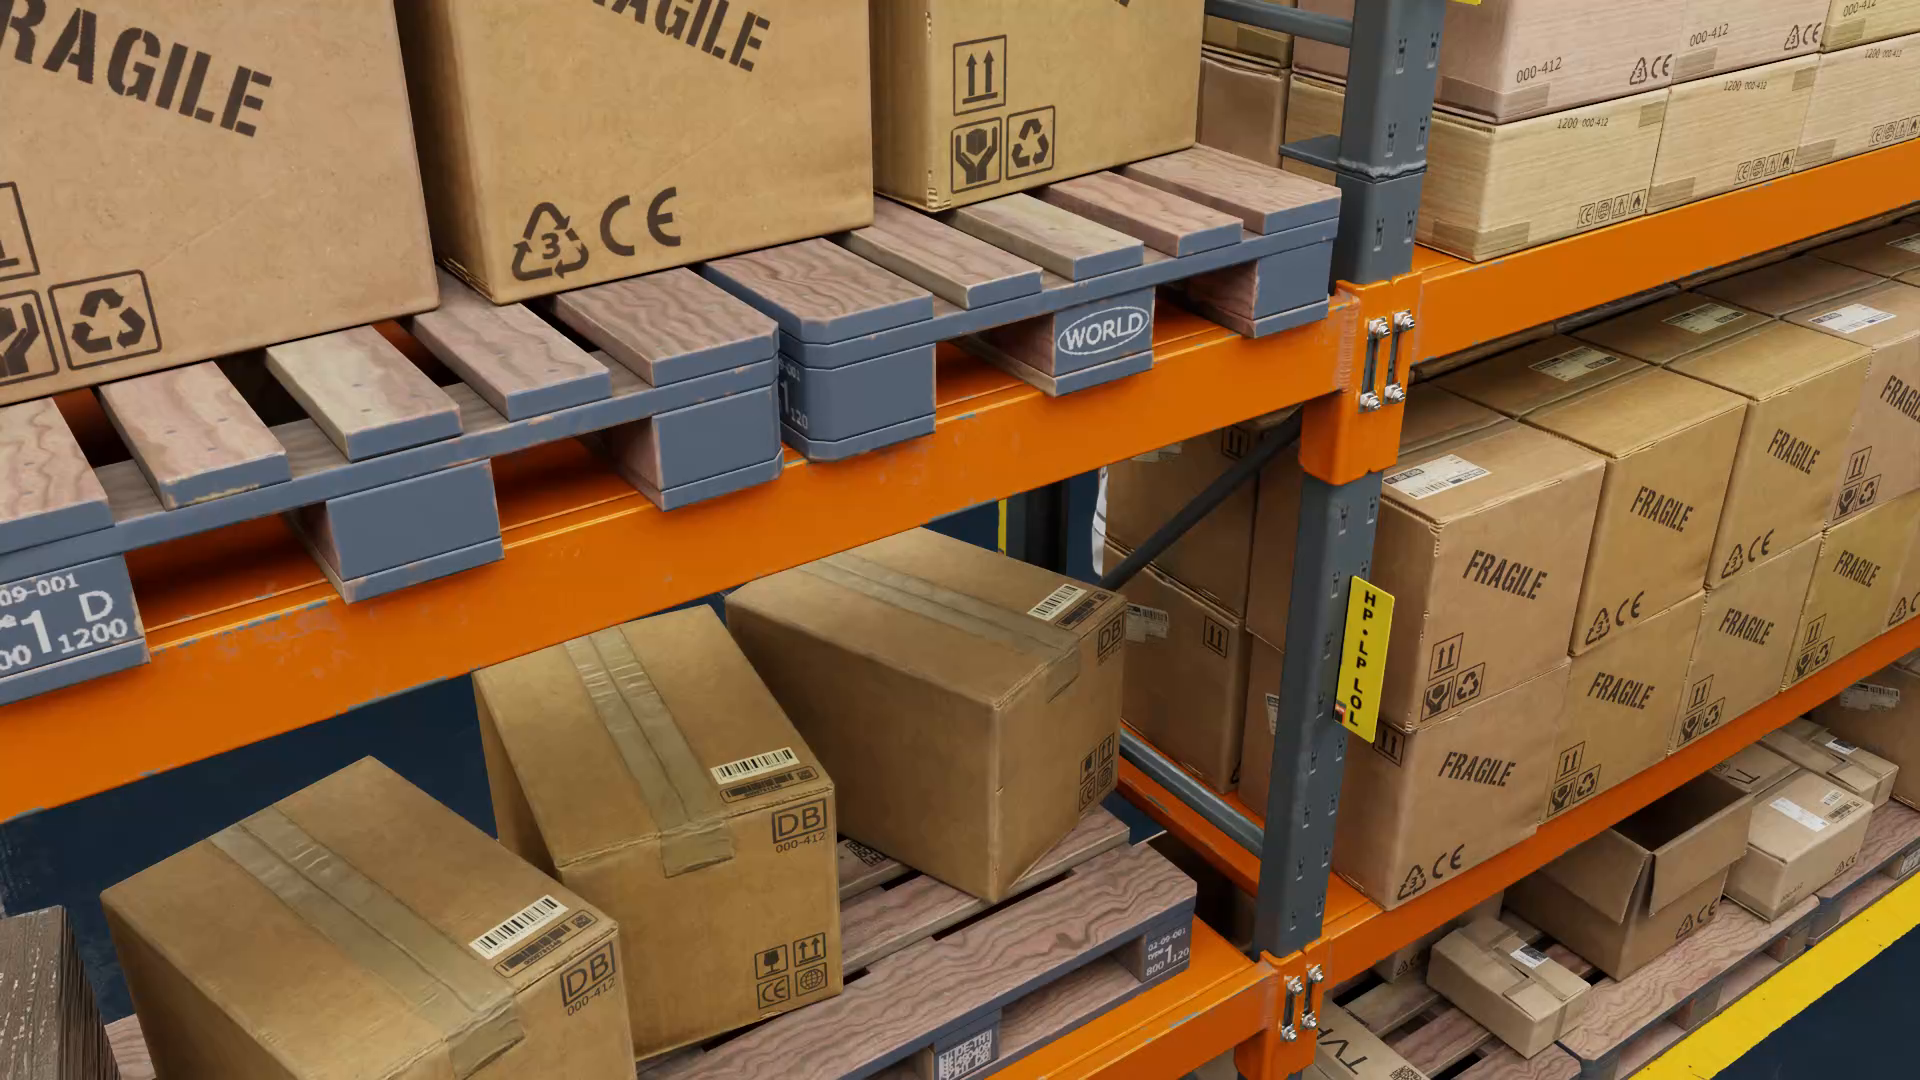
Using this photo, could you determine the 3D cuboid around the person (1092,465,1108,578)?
[{"bbox_3d":[0.713,0.088,5.955,0.436,1.746,0.590,-18,33,-30],"label":"person"}]
